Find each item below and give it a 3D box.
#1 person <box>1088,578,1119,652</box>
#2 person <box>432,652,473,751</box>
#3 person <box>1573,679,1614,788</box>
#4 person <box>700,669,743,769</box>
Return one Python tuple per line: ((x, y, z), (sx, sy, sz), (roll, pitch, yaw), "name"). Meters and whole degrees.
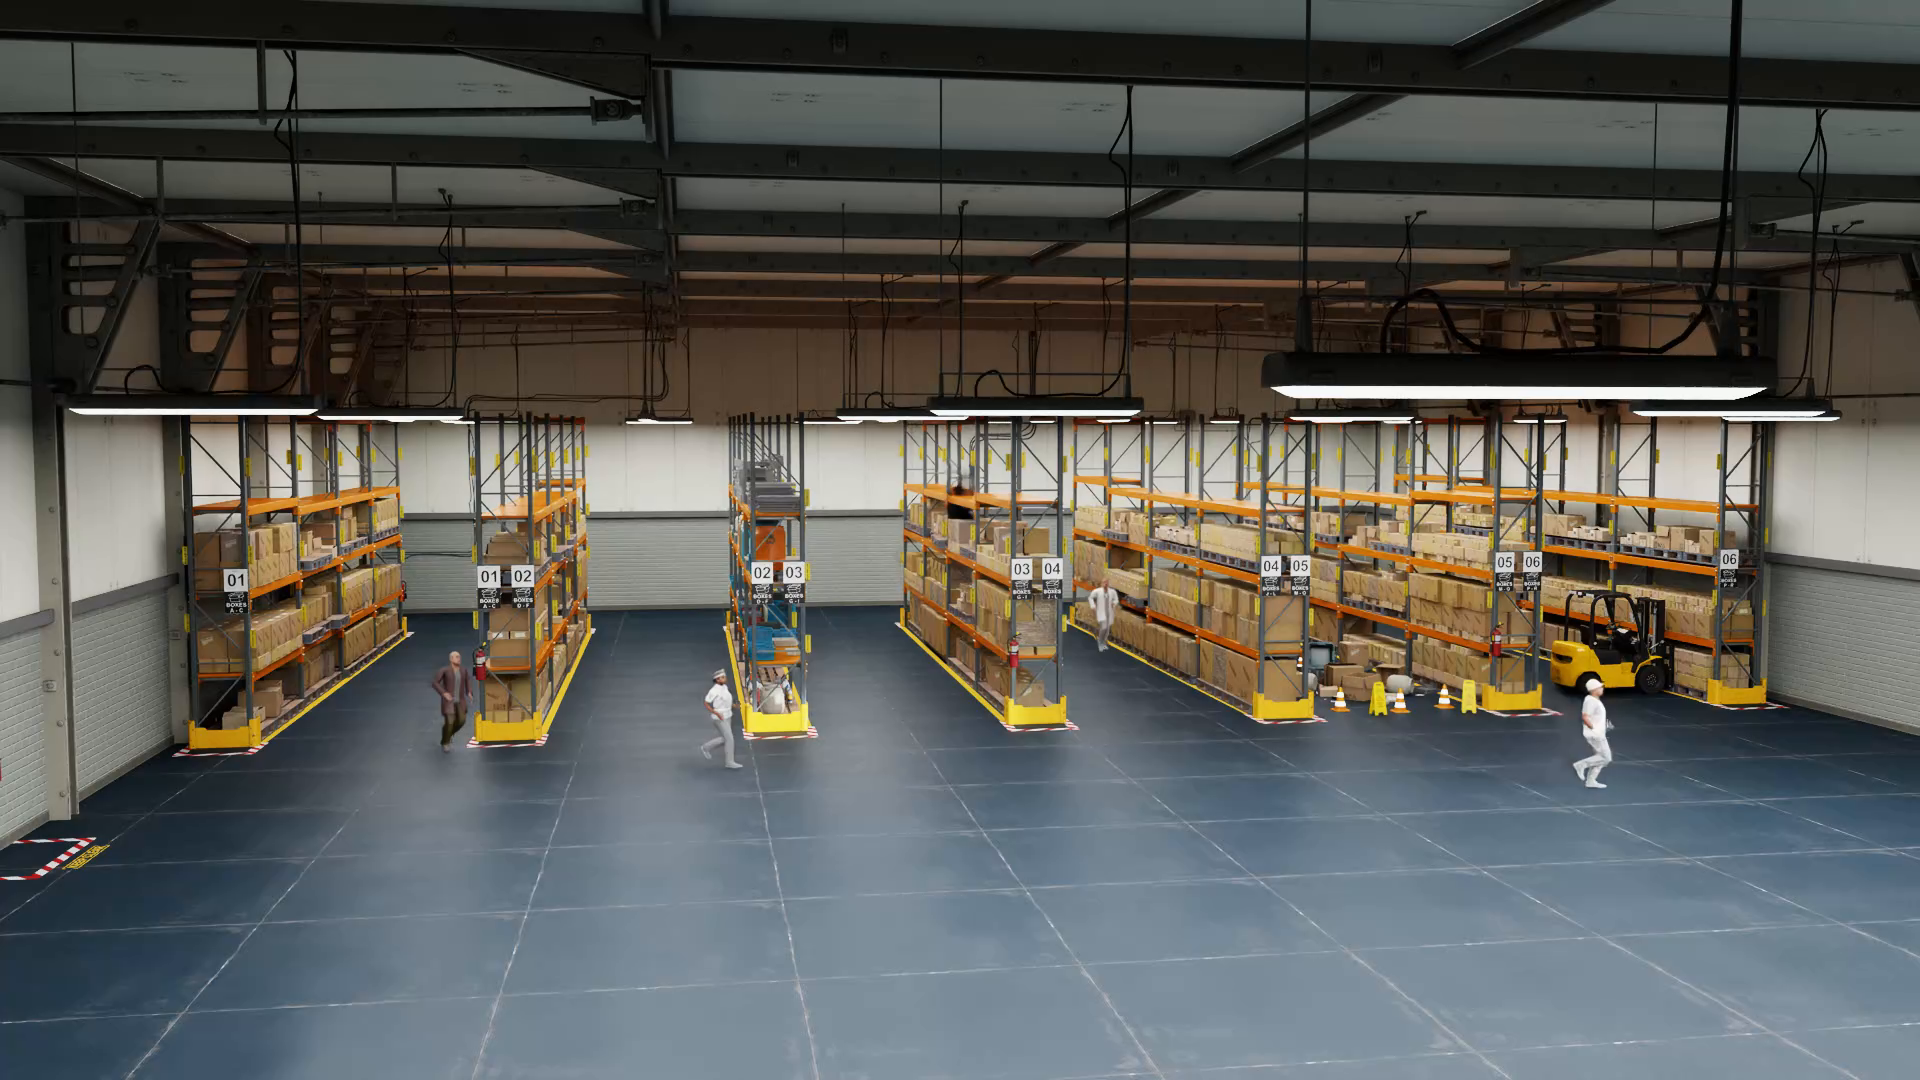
((3.525, 1.823, 40.314), (0.693, 1.796, 0.693), (-1, 4, -13), "person")
((-8.985, 2.855, 29.537), (0.771, 1.732, 0.563), (-4, 5, -44), "person")
((10.040, 3.067, 26.338), (0.599, 1.733, 0.686), (1, 4, 20), "person")
((-4.033, 2.986, 27.925), (0.815, 1.666, 0.588), (1, 4, 18), "person")
